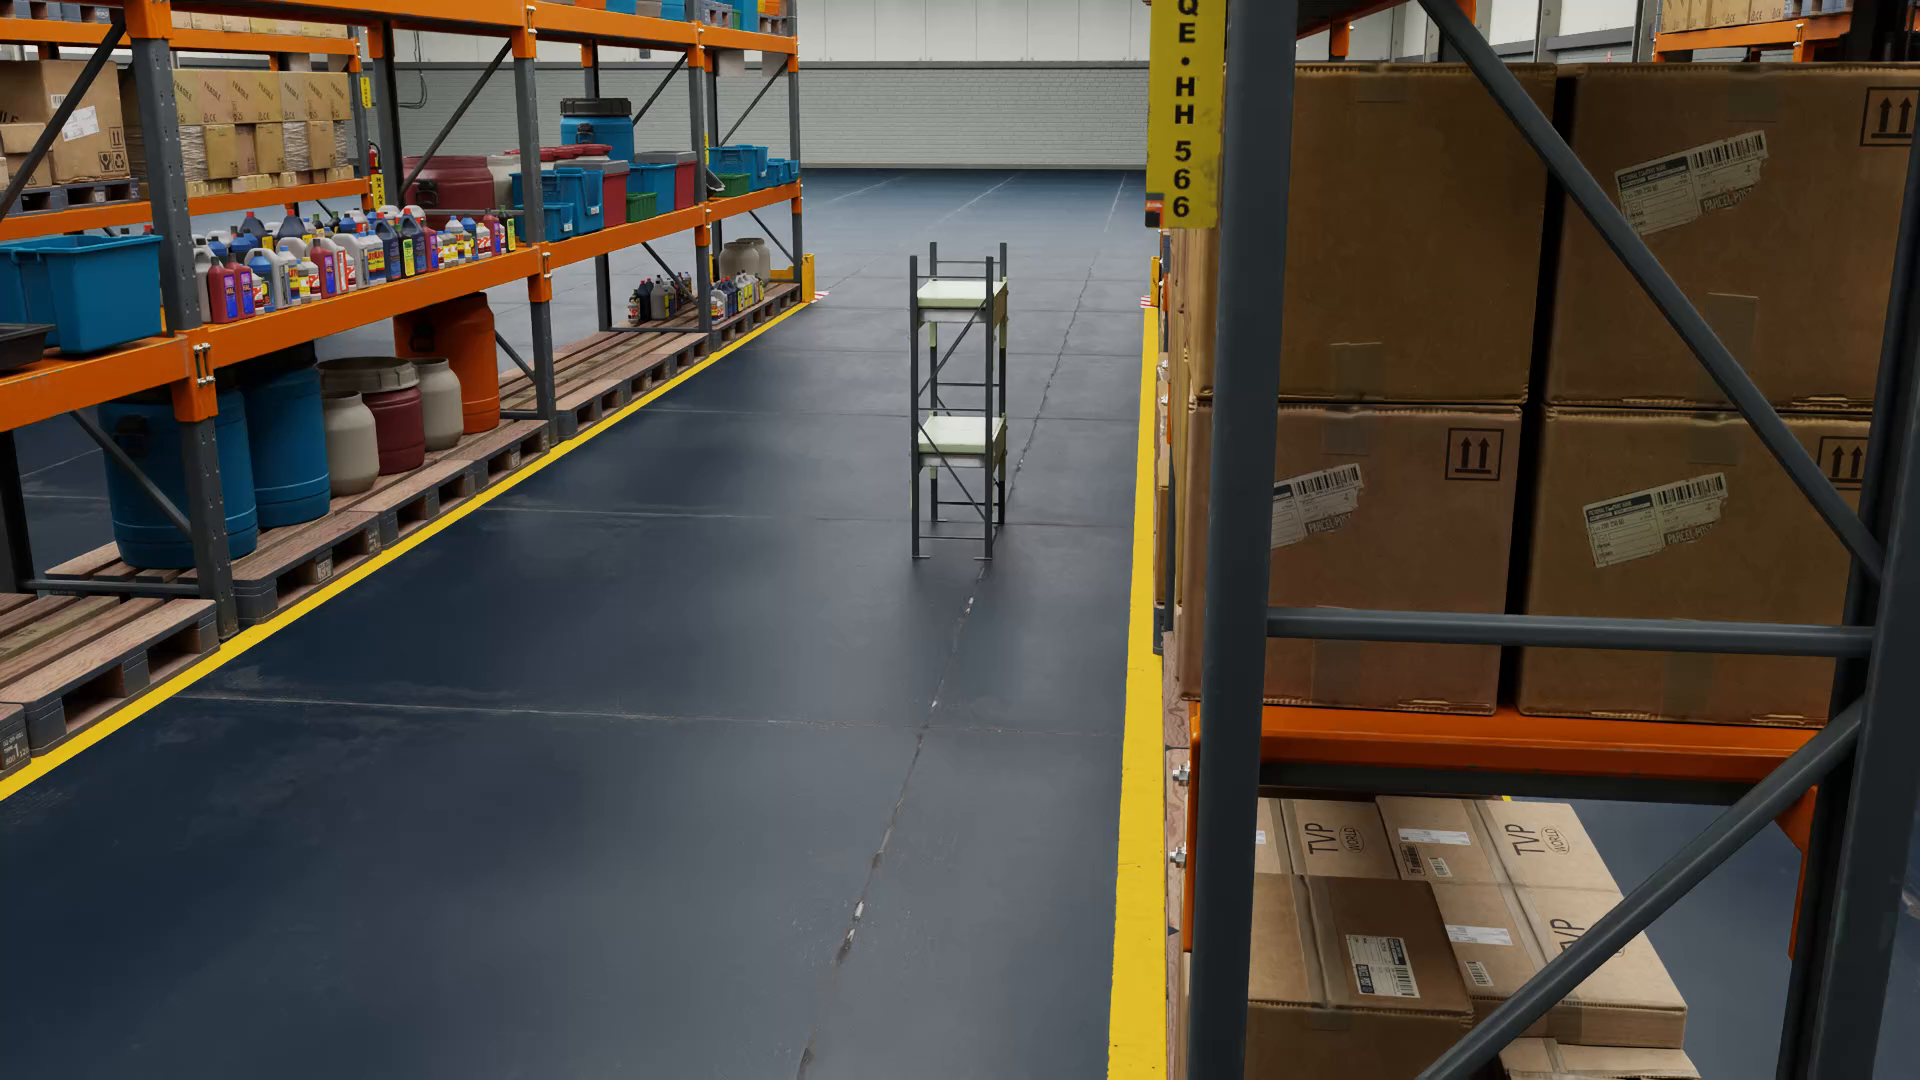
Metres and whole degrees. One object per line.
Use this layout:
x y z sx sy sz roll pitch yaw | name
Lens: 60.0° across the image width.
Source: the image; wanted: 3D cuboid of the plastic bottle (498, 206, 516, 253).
-2.782 -1.908 10.196 0.061 0.283 0.133 2 15 6 | plastic bottle

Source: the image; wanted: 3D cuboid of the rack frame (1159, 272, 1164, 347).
2.212 -2.973 13.909 1.000 3.000 0.127 2 15 6 | rack frame

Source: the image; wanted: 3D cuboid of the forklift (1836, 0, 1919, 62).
4.269 -1.089 7.073 1.130 2.935 3.031 12 19 38 | forklift

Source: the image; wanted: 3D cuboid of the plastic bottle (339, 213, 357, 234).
-3.562 -1.766 9.694 0.097 0.271 0.097 0 15 0 | plastic bottle

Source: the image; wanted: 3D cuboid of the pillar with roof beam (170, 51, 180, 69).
-15.946 -13.580 41.643 9.100 9.000 0.400 2 15 6 | pillar with roof beam

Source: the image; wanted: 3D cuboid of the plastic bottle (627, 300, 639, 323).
-2.978 -2.084 15.142 0.097 0.201 0.097 0 15 0 | plastic bottle

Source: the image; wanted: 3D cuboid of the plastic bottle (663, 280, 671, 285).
-2.842 -2.368 16.049 0.152 0.276 0.135 2 15 7 | plastic bottle

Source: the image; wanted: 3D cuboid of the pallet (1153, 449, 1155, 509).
1.639 -0.397 9.724 1.003 0.211 1.213 2 15 6 | pallet

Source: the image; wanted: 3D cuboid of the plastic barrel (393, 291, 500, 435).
-3.198 -1.110 10.373 0.600 0.830 0.708 2 15 6 | plastic barrel

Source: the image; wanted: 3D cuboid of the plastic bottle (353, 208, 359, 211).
-3.613 -1.839 9.941 0.061 0.283 0.133 2 15 6 | plastic bottle

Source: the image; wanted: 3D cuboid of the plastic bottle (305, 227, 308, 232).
-3.675 -1.648 9.258 0.097 0.271 0.097 0 15 0 | plastic bottle

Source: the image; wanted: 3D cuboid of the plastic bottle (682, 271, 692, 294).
-2.772 -2.591 16.883 0.097 0.271 0.097 0 15 0 | plastic bottle

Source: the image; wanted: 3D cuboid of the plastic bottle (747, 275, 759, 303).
-2.085 -2.501 16.539 0.152 0.276 0.135 2 15 7 | plastic bottle

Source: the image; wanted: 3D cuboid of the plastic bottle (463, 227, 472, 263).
-2.872 -1.704 9.597 0.097 0.201 0.097 0 15 0 | plastic bottle

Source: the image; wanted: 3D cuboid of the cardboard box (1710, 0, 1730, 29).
7.110 -4.879 14.983 0.500 0.500 0.500 3 15 10 | cardboard box

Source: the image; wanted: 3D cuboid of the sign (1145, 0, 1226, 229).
0.309 -0.593 2.286 0.100 0.325 0.005 2 15 6 | sign

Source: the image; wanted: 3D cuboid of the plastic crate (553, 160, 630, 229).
-2.674 -2.523 12.124 0.402 0.464 0.583 2 15 6 | plastic crate

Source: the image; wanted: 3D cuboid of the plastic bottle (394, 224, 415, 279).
-2.947 -1.529 8.795 0.061 0.283 0.133 2 15 6 | plastic bottle

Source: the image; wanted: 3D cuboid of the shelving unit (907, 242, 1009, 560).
0.001 -0.726 8.473 0.431 1.500 0.755 2 15 6 | shelving unit

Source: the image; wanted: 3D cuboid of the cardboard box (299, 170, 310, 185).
-7.125 -3.842 17.607 0.380 0.149 0.250 2 15 6 | cardboard box

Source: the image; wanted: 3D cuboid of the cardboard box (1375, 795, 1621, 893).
1.314 0.863 4.150 0.500 0.250 0.500 2 15 6 | cardboard box

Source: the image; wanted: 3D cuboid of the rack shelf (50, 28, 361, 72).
-7.404 -4.885 16.612 1.077 0.370 4.000 2 15 6 | rack shelf

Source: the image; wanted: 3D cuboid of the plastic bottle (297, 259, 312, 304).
-3.088 -1.207 7.760 0.097 0.201 0.097 0 15 0 | plastic bottle

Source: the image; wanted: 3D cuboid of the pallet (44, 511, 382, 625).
-3.483 0.103 7.878 1.003 0.211 1.213 2 15 6 | pallet

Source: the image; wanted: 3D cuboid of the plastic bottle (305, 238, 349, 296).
-3.076 -1.334 8.086 0.152 0.276 0.135 2 15 6 | plastic bottle

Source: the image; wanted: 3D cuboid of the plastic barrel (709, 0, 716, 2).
-2.490 -5.267 14.883 0.600 0.901 0.708 2 15 6 | plastic barrel

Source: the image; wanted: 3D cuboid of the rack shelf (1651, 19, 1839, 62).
7.361 -4.447 14.994 1.077 0.370 4.000 2 15 6 | rack shelf

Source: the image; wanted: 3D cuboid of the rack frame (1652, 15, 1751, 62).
7.586 -3.865 17.210 1.000 3.000 0.127 2 15 6 | rack frame

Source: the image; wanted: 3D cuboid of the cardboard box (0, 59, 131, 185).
-7.859 -3.556 14.112 1.000 1.000 1.000 2 15 7 | cardboard box

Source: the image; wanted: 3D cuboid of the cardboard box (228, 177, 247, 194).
-7.177 -3.450 16.155 0.380 0.149 0.250 2 15 6 | cardboard box

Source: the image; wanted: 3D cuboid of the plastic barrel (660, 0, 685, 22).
-2.551 -4.671 13.484 0.600 0.901 0.708 2 15 6 | plastic barrel

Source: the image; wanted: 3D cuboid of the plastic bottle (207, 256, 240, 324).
-3.146 -1.071 7.099 0.061 0.283 0.133 2 15 6 | plastic bottle

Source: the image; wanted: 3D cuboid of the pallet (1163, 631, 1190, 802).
1.231 0.626 5.941 1.003 0.211 1.213 2 15 6 | pallet

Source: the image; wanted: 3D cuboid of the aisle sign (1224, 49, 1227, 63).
2.963 -5.273 17.437 0.394 0.787 0.004 2 15 6 | aisle sign

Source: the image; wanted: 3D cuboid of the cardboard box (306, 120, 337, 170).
-7.205 -4.220 17.759 0.875 0.500 0.500 2 15 6 | cardboard box

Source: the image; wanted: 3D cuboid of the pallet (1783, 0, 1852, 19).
6.959 -4.028 12.426 1.213 0.211 1.003 2 15 6 | pallet

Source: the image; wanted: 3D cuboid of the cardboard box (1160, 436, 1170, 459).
1.145 -0.168 7.482 0.500 0.500 0.500 2 15 6 | cardboard box

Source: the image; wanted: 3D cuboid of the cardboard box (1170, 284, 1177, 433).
0.868 -0.559 4.792 0.500 0.500 0.500 2 15 6 | cardboard box

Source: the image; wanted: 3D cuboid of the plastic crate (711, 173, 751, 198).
-2.275 -3.361 15.751 0.450 0.188 0.662 2 15 6 | plastic crate

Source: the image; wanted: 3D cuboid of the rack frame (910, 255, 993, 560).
-0.041 -0.631 8.122 0.400 1.500 0.023 2 15 6 | rack frame

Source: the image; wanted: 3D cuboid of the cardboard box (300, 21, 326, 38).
-7.034 -5.416 17.487 0.500 0.250 0.500 2 15 7 | cardboard box

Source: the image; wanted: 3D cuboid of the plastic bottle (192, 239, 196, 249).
-3.669 -1.313 7.864 0.144 0.351 0.185 2 15 6 | plastic bottle

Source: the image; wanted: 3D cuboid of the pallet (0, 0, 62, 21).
-7.920 -4.197 13.049 1.213 0.211 1.003 2 15 6 | pallet

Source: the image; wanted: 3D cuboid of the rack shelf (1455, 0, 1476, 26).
1.084 -1.480 4.020 1.077 0.370 4.000 2 15 6 | rack shelf

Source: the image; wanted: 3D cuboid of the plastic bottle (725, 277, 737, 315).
-2.184 -2.299 15.651 0.144 0.351 0.185 1 15 4 | plastic bottle

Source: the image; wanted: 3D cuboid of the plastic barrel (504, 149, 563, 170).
-3.166 -2.641 12.422 0.433 0.535 0.433 0 15 0 | plastic barrel

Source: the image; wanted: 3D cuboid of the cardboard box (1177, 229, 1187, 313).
0.745 -0.780 3.695 0.500 0.500 0.500 2 15 8 | cardboard box

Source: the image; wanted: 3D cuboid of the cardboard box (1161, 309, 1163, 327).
1.746 -1.620 12.296 0.500 0.311 0.500 2 15 8 | cardboard box

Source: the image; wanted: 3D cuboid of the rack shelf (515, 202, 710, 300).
-2.934 -2.254 12.628 1.077 0.370 4.000 2 15 6 | rack shelf

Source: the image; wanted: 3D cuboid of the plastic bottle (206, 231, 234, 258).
-3.749 -1.417 8.394 0.152 0.276 0.135 2 15 6 | plastic bottle

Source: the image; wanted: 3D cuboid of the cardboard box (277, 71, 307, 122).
-7.105 -4.568 17.132 0.500 0.500 0.500 2 15 6 | cardboard box
